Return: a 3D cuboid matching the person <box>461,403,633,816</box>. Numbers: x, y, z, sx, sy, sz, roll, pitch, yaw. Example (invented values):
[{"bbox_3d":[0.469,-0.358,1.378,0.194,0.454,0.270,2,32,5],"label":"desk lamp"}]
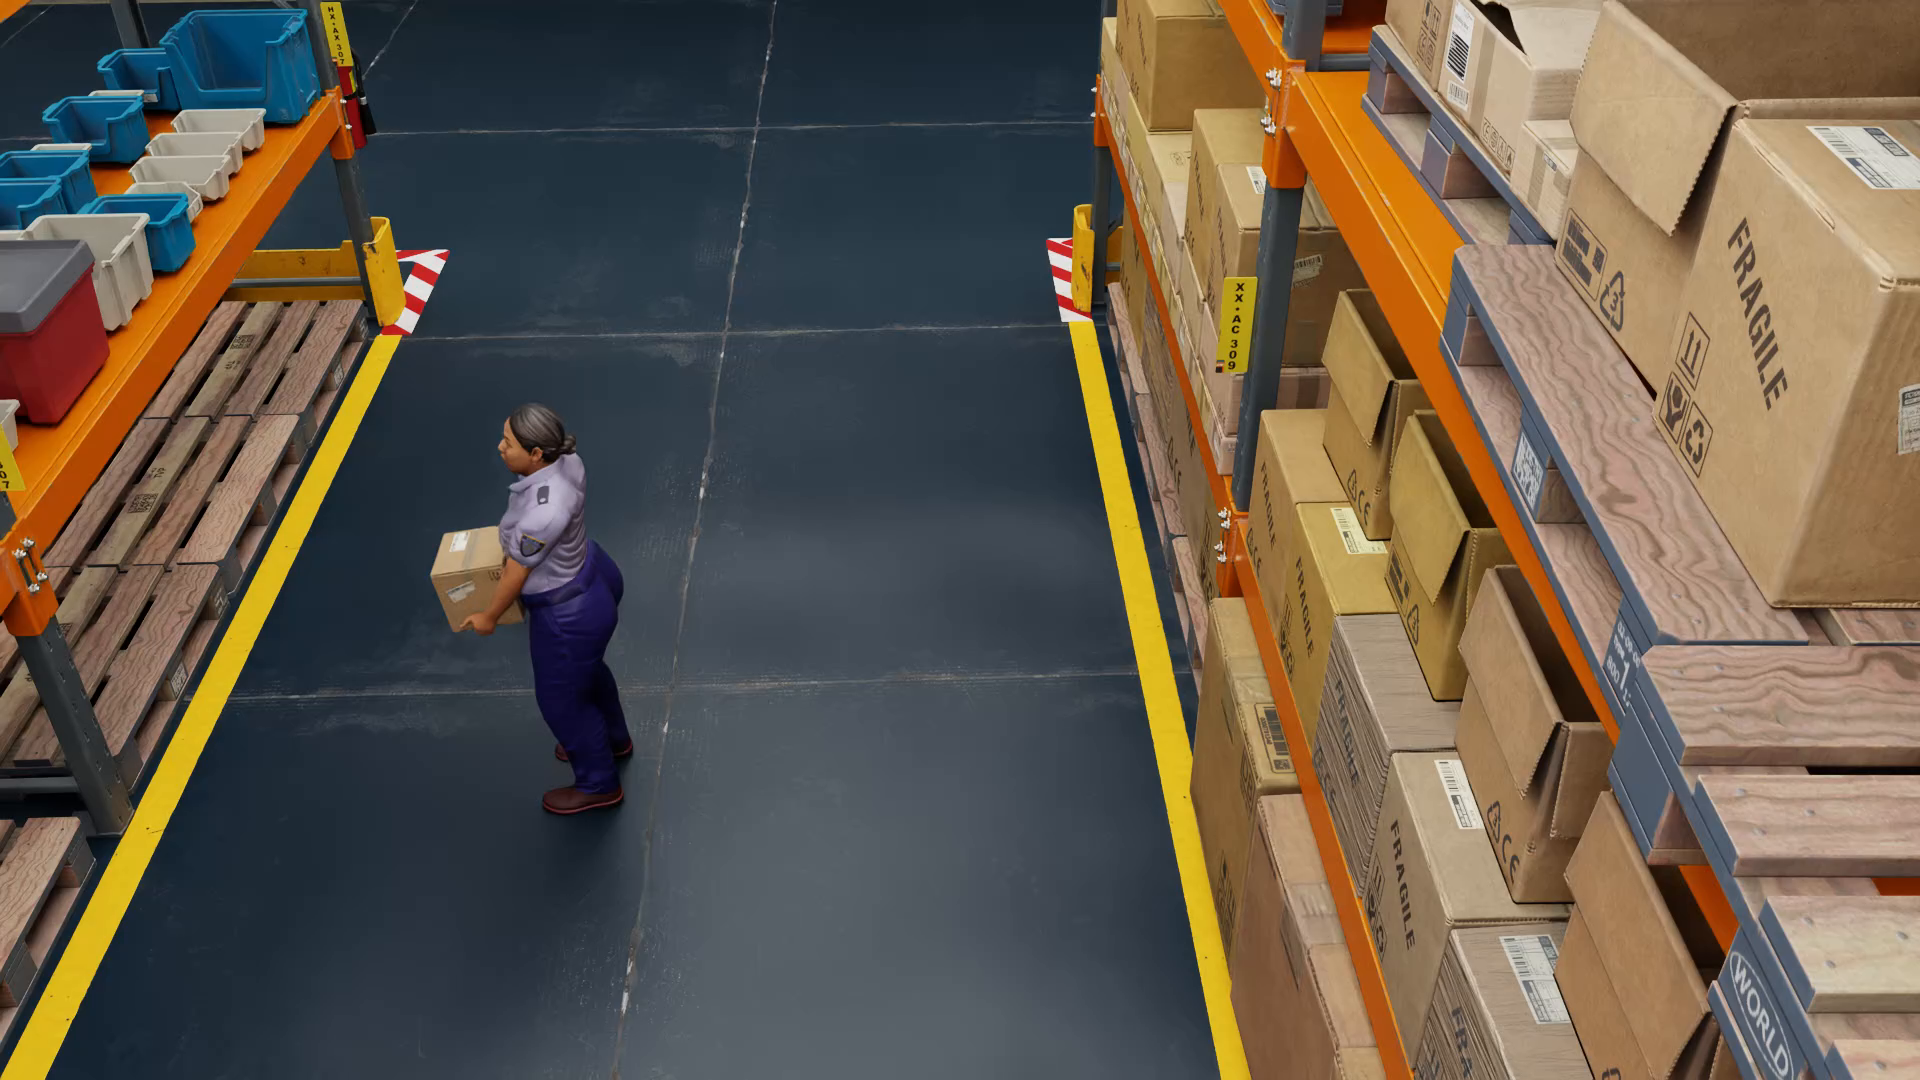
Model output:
[{"bbox_3d":[-1.456,0.239,5.833,0.528,1.647,0.435,-2,36,-3],"label":"person"}]
